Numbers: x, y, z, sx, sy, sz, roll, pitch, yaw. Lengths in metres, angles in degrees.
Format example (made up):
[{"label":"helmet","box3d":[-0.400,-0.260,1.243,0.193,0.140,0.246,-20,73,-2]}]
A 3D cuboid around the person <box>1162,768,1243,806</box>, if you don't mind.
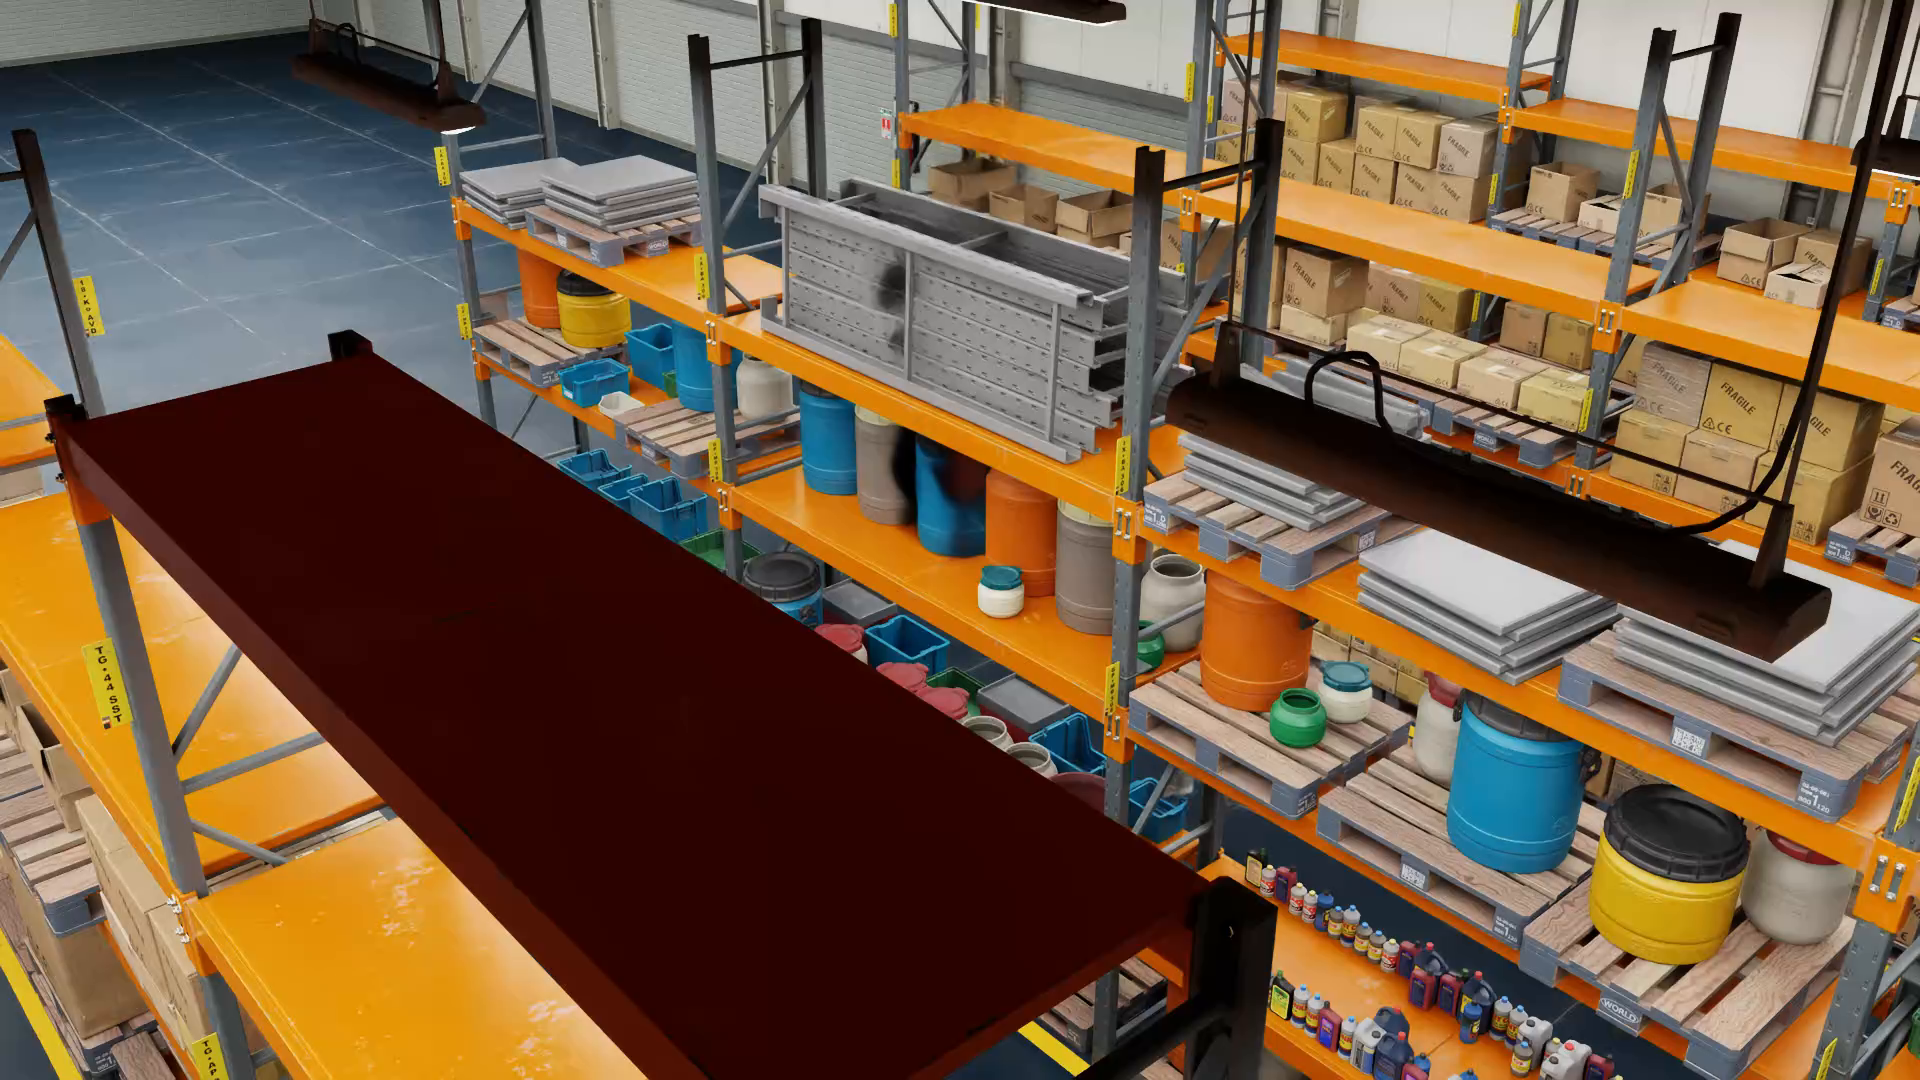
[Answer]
[{"label":"person","box3d":[1.874,1.237,12.521,0.780,1.857,0.692,22,34,36]}]
